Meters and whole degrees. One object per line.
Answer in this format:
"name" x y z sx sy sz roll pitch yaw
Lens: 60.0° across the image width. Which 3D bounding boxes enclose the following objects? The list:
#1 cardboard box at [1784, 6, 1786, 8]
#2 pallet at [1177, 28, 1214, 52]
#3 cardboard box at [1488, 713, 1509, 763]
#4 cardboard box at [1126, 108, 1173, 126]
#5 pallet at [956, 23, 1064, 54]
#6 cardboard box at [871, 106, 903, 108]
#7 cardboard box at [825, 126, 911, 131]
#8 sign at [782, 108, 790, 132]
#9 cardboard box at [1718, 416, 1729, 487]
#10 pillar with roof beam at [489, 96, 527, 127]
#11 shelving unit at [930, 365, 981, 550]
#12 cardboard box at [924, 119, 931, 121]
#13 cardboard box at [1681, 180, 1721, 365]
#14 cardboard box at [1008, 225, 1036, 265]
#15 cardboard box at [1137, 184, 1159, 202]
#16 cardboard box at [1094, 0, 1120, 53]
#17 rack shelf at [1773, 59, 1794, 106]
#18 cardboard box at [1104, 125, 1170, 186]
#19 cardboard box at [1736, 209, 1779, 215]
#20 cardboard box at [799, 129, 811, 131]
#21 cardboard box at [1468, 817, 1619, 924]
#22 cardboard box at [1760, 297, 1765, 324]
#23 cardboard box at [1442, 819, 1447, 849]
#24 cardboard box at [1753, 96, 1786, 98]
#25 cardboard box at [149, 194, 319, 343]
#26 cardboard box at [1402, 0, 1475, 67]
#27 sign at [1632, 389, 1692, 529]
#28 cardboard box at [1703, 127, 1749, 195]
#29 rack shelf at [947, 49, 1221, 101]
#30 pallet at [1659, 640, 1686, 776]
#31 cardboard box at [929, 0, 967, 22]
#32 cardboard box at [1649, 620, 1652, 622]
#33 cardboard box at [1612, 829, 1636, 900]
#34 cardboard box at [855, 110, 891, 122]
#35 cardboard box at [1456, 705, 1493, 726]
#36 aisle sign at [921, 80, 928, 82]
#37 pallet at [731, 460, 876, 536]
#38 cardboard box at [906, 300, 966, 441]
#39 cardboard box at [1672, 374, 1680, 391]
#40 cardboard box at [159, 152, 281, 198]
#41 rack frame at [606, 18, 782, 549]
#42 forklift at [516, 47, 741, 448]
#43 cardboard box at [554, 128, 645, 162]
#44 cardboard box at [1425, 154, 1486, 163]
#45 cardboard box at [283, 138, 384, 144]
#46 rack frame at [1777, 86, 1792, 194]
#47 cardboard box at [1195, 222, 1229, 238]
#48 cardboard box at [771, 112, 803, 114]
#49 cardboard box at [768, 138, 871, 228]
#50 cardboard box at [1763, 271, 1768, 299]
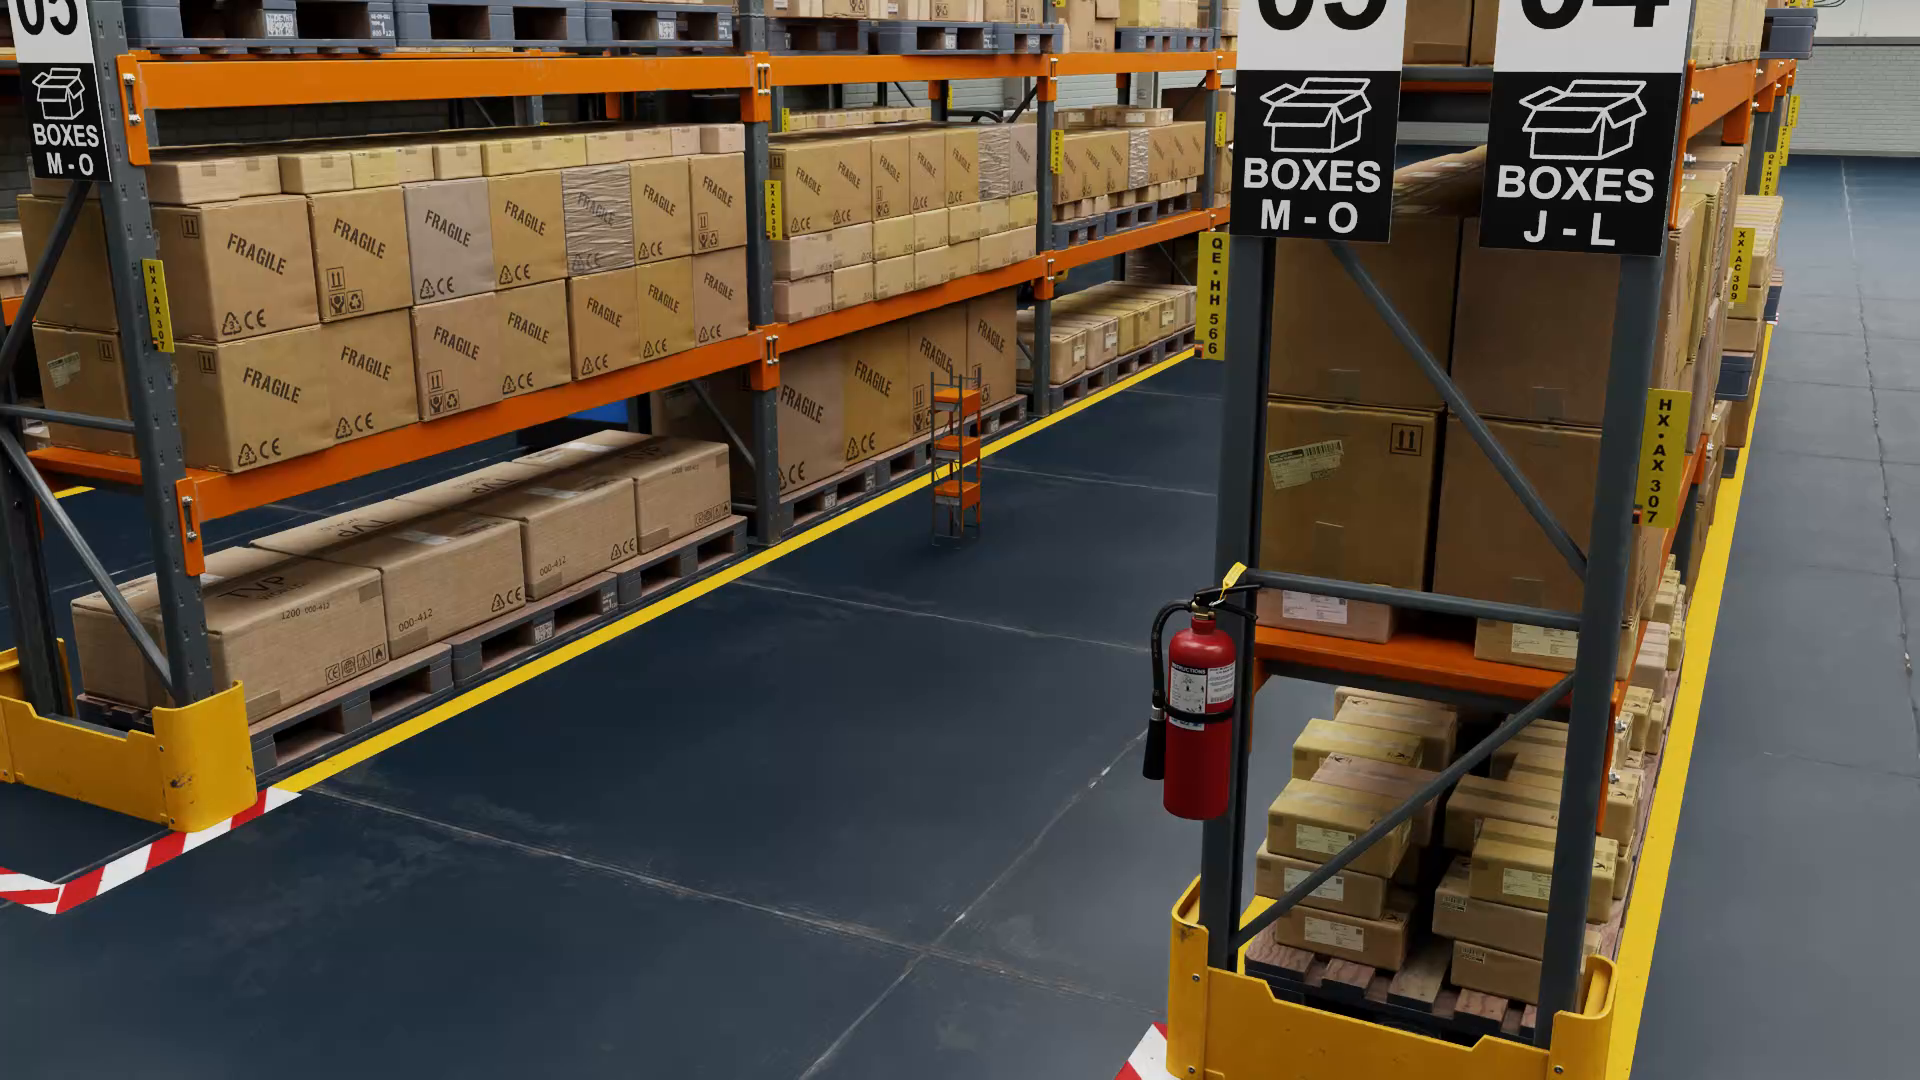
"cardboard box" 5.462 -3.779 11.563 0.500 0.250 0.500 9 19 27
"pallet" 1.661 -4.707 15.666 1.213 0.211 1.003 8 18 25
"cardboard box" 2.140 0.738 6.019 0.380 0.149 0.250 9 19 28
"cardboard box" 1.731 -3.882 15.252 0.380 0.149 0.250 8 18 24
"pallet" 0.004 -3.661 12.145 1.213 0.211 1.003 9 19 28
"cardboard box" -0.964 -5.596 21.758 0.380 0.149 0.250 8 18 24
"cardboard box" -0.653 -2.660 11.778 0.500 0.500 0.500 9 19 27
"sign" -1.921 -4.584 18.296 0.100 0.325 0.005 8 18 25
"cardboard box" 4.423 -0.551 10.262 0.500 0.500 0.500 9 19 28
"pillar with roof beam" -0.570 -5.890 14.049 9.100 9.000 0.400 8 18 25
"shelving unit" -0.024 -0.490 9.829 0.215 1.050 0.252 8 18 25
"cardboard box" -0.527 -5.387 21.580 0.380 0.149 0.250 8 18 26
"cardboard box" 2.054 -0.852 5.170 0.500 0.500 0.500 8 18 24
"cardboard box" 0.251 -2.250 12.596 0.500 0.250 0.500 7 18 23
"cardboard box" 1.580 -3.160 15.098 0.380 0.149 0.250 8 18 25
"cardboard box" 0.901 -4.364 13.998 0.797 0.503 0.637 8 18 25
"rack shelf" 5.612 -3.483 12.477 1.077 0.370 4.000 8 18 25
"cardboard box" 1.574 -3.491 15.074 0.500 0.500 0.500 9 19 27
"cardboard box" 4.449 -1.803 9.487 0.380 0.149 0.250 8 18 25
"cardboard box" -1.918 -4.606 18.950 0.380 0.149 0.250 9 19 27
"cardboard box" 1.681 0.947 4.791 0.380 0.149 0.250 7 18 23
"cardboard box" 3.865 -1.182 8.440 0.380 0.149 0.250 8 18 26
"cardboard box" 1.510 0.963 5.783 0.380 0.149 0.250 8 18 26
"cardboard box" 7.437 -3.989 16.027 0.875 0.550 0.500 8 18 25
"cardboard box" -2.861 -1.060 6.392 0.500 0.500 0.500 8 18 24
"cardboard box" 1.110 -1.358 4.323 0.500 0.250 0.500 8 18 24
"sign" 1.629 -0.188 3.870 0.100 0.325 0.005 8 18 25
"cardboard box" 5.152 -2.649 11.745 0.700 0.500 0.500 8 18 25
"rack shelf" 1.138 -4.087 14.510 1.077 0.370 4.000 8 18 25
"pallet" 2.662 0.651 7.462 1.003 0.211 1.213 8 18 25
"cardboard box" -0.284 -3.686 10.983 0.500 0.500 0.500 8 18 26
"cardboard box" 2.635 0.333 6.859 0.380 0.149 0.250 9 19 27
"cardboard box" 2.025 1.038 5.532 0.380 0.149 0.250 8 18 26
"cardboard box" -1.075 -5.198 20.420 0.380 0.149 0.250 8 19 26
"cardboard box" 1.779 0.545 6.145 0.380 0.149 0.250 7 18 24
"aisle sign" -0.331 -6.378 21.664 0.394 0.787 0.004 8 18 25
"pallet" -1.265 -0.335 10.781 1.003 0.211 1.213 8 18 25
"cardboard box" -0.541 -1.275 12.043 0.875 0.875 0.875 8 18 26
"cardboard box" 1.808 -0.252 4.906 0.500 0.500 0.500 8 18 25
"cardboard box" -2.870 -1.416 6.451 0.380 0.149 0.250 9 19 27
"rack frame" -1.543 -1.465 9.690 1.000 3.000 0.127 8 18 25
"forklift" -2.191 -2.370 12.857 1.130 2.935 3.031 7 18 22
"cardboard box" -1.828 -2.002 8.426 0.380 0.149 0.250 8 18 25
"cardboard box" 2.040 -1.189 6.304 0.500 0.500 0.500 8 19 26
"cardboard box" -2.828 -1.734 7.522 0.380 0.149 0.250 9 19 27
"rack frame" 8.293 -3.918 17.947 1.000 3.000 0.127 8 18 25
"cardboard box" 2.647 -3.197 17.155 0.380 0.149 0.250 8 18 26
"cardboard box" -2.093 -5.018 19.813 0.380 0.149 0.250 8 18 24
"cardboard box" -0.886 -2.201 10.235 0.500 0.500 0.500 8 18 25
"cardboard box" 3.747 -1.259 8.175 0.380 0.149 0.250 9 19 27
